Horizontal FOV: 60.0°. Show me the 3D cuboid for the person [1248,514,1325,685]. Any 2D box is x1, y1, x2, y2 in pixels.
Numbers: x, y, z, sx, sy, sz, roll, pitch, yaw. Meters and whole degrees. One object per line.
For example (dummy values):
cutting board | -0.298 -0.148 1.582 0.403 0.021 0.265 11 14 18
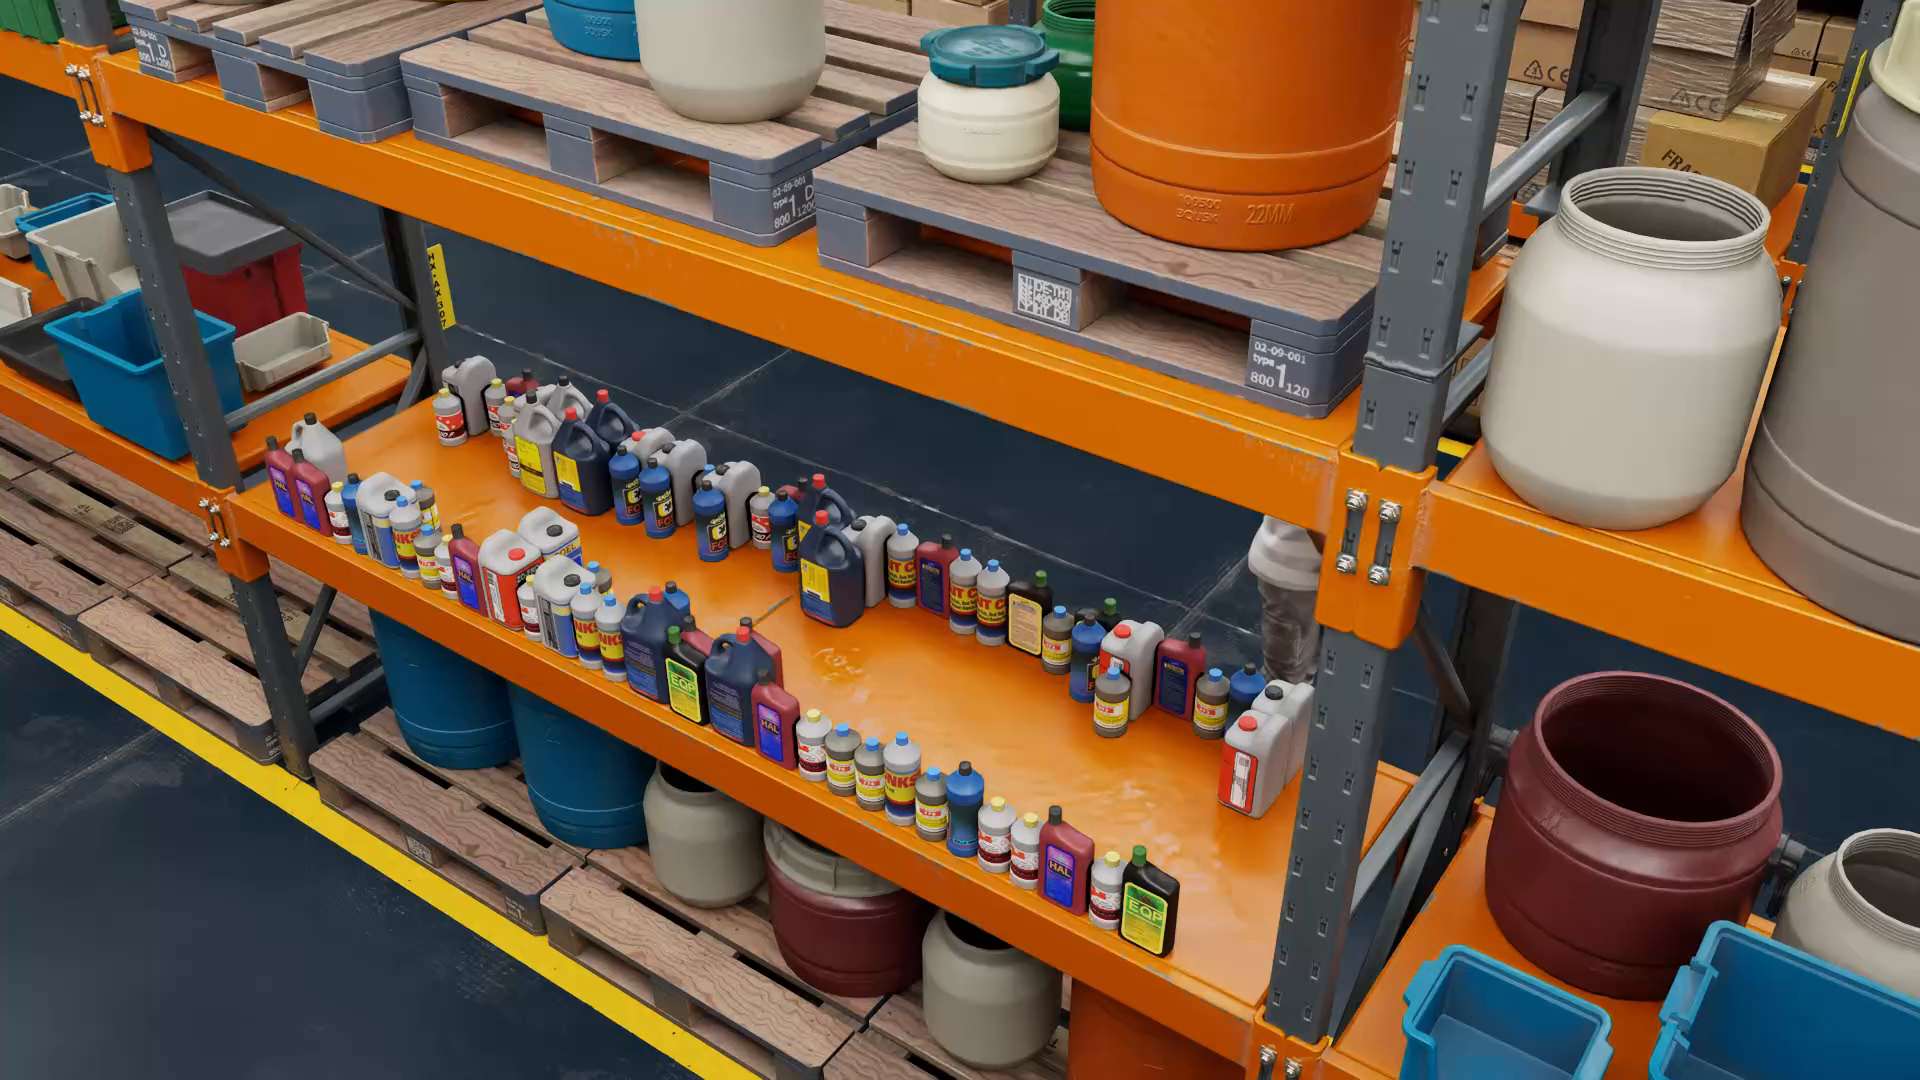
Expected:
person | 1.330 0.094 5.938 0.569 1.720 0.488 22 40 29
